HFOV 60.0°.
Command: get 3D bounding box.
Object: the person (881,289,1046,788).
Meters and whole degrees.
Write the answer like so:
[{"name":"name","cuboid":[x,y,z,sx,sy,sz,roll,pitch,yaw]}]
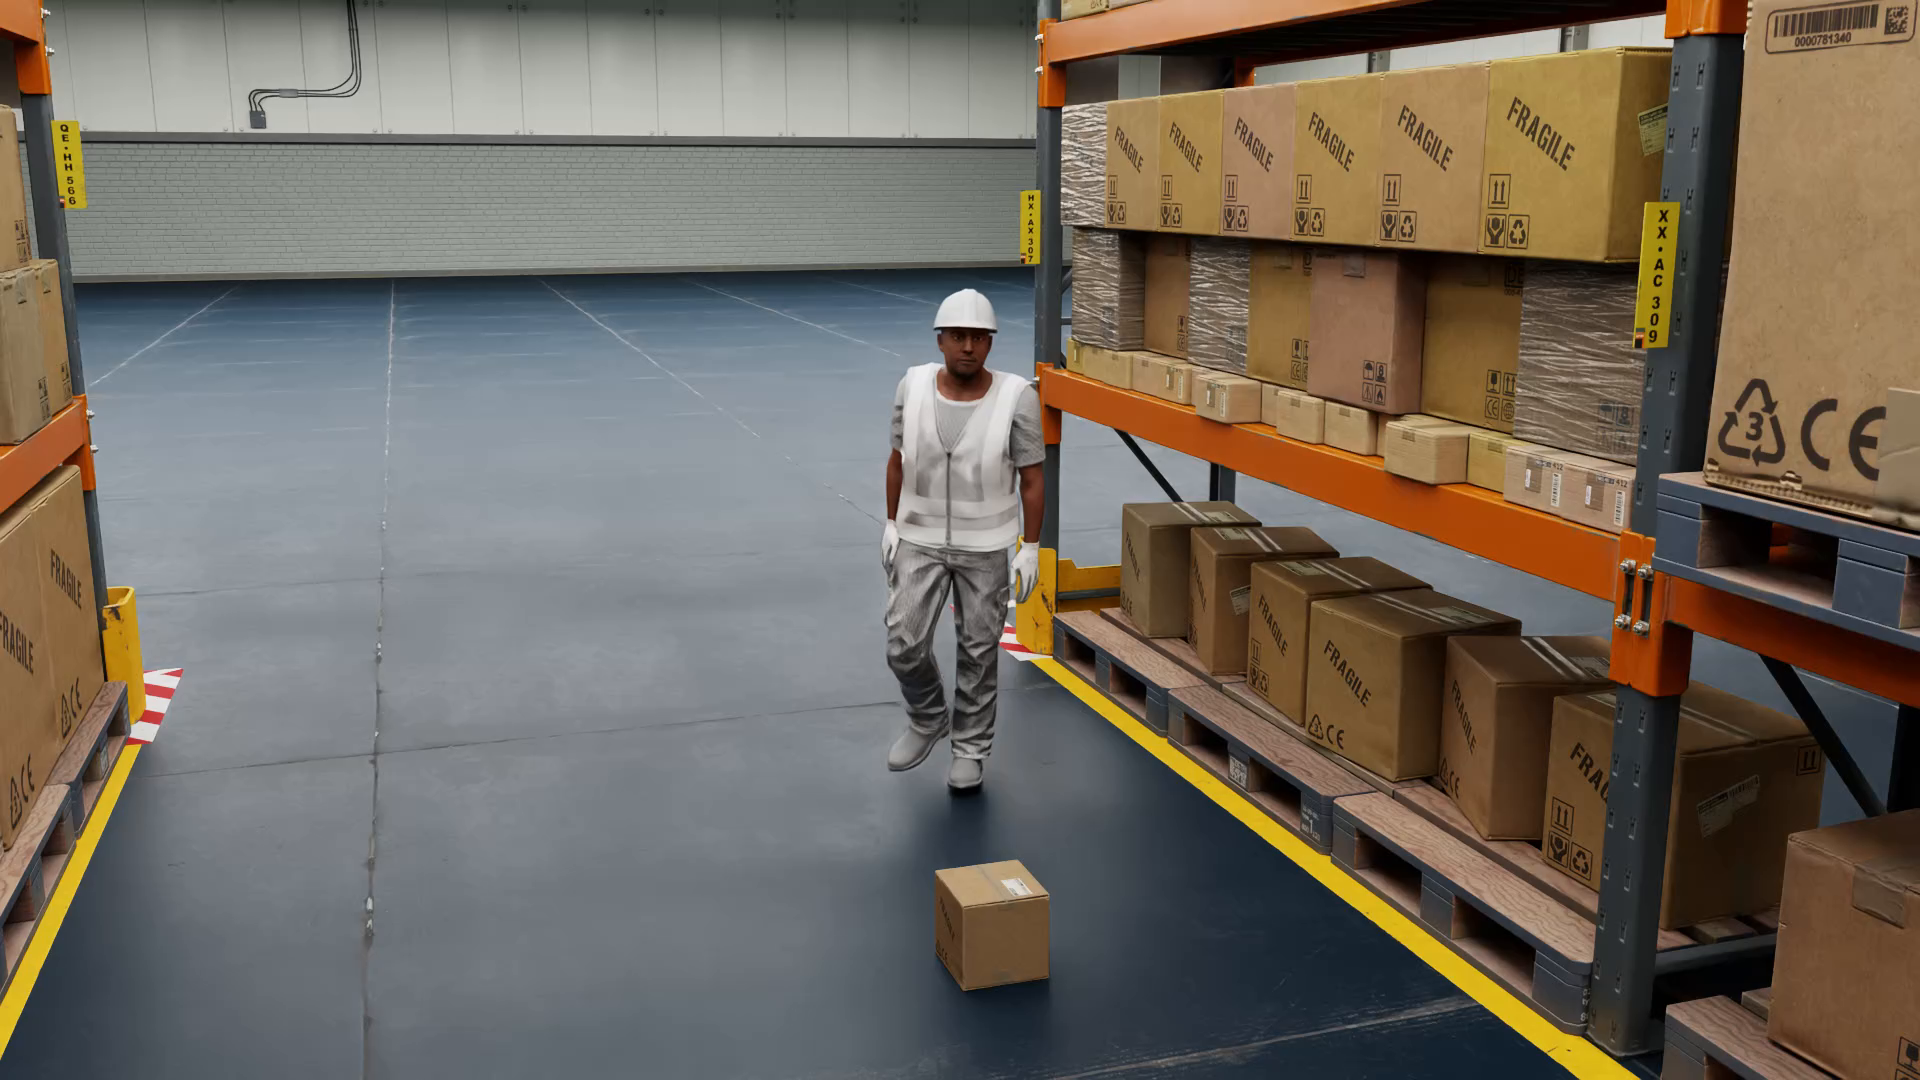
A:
[{"name":"person","cuboid":[-0.002,0.018,5.758,0.597,1.769,0.462,2,12,9]}]
